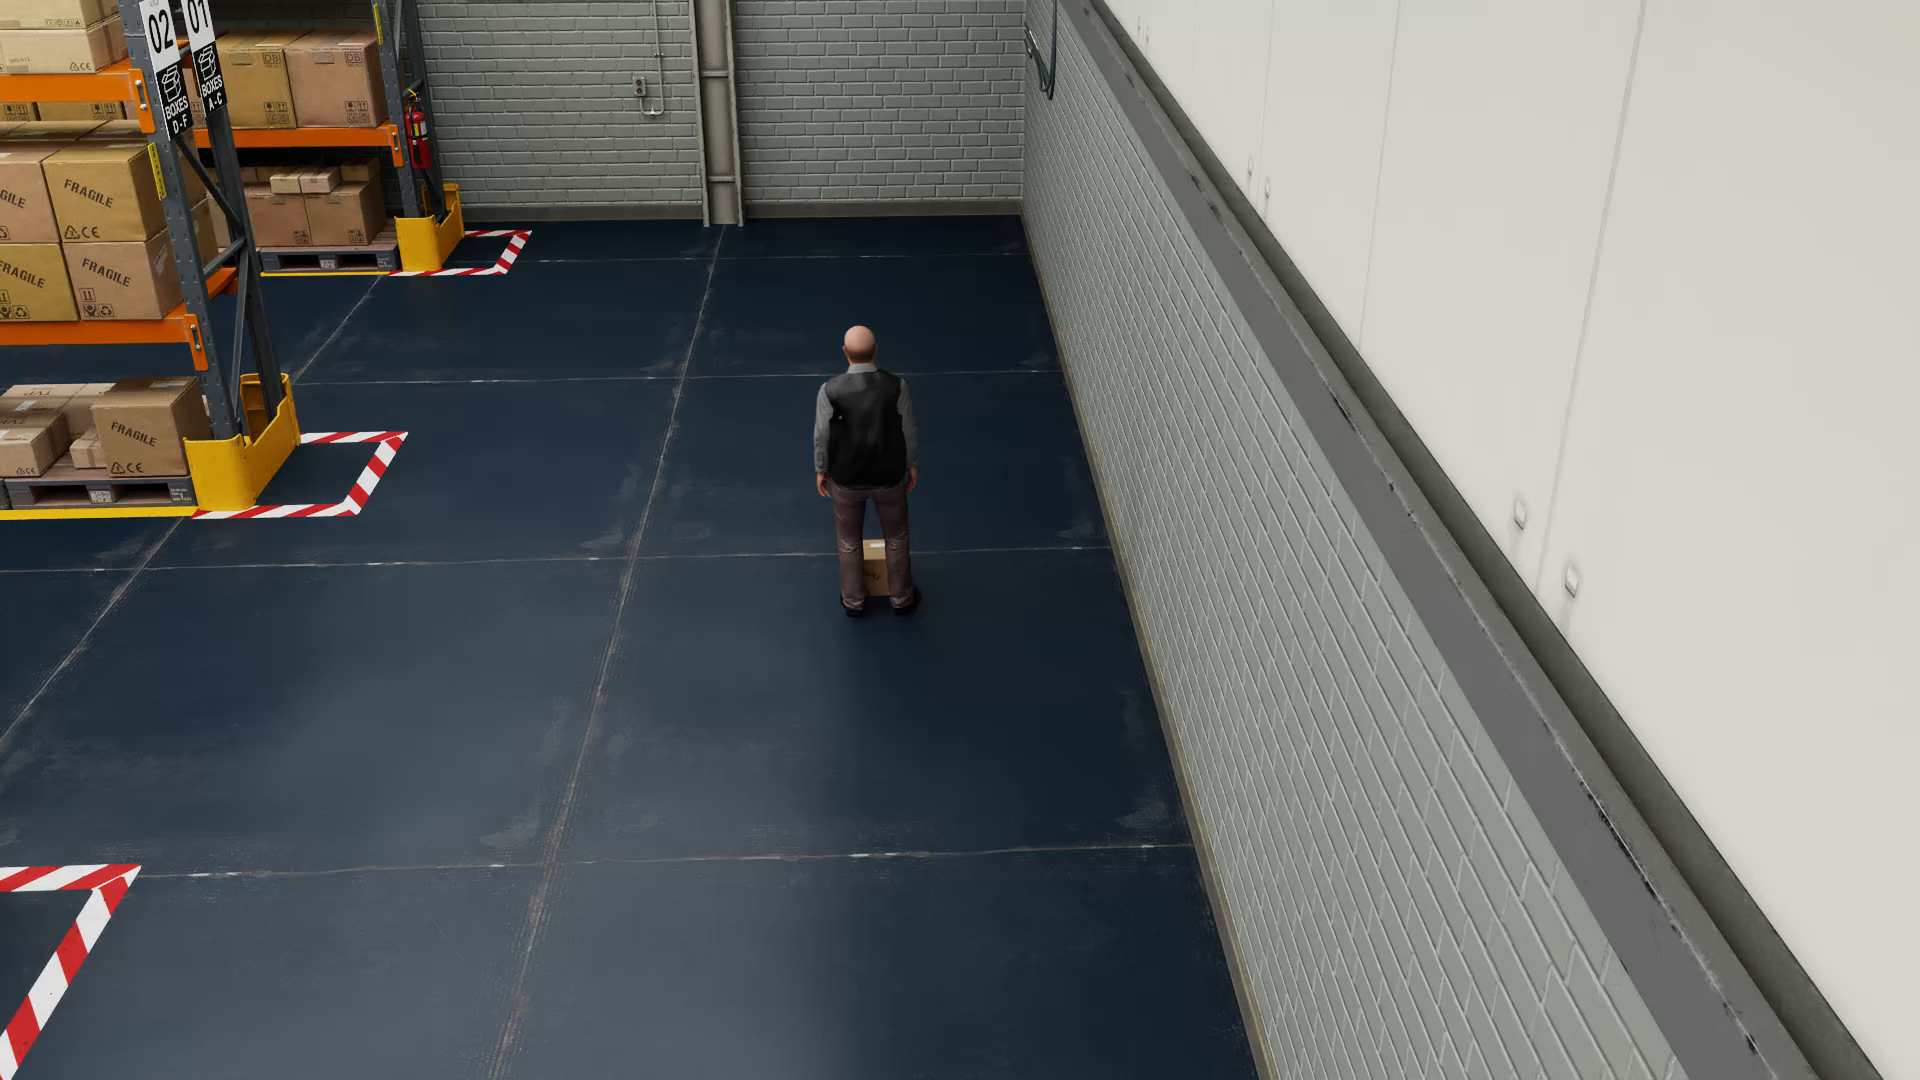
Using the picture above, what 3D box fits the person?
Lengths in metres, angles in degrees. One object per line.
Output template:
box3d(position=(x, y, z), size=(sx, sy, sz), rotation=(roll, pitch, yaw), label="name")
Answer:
box3d(position=(-0.518, -0.313, 9.358), size=(0.594, 1.621, 0.418), rotation=(-3, 27, -5), label="person")
